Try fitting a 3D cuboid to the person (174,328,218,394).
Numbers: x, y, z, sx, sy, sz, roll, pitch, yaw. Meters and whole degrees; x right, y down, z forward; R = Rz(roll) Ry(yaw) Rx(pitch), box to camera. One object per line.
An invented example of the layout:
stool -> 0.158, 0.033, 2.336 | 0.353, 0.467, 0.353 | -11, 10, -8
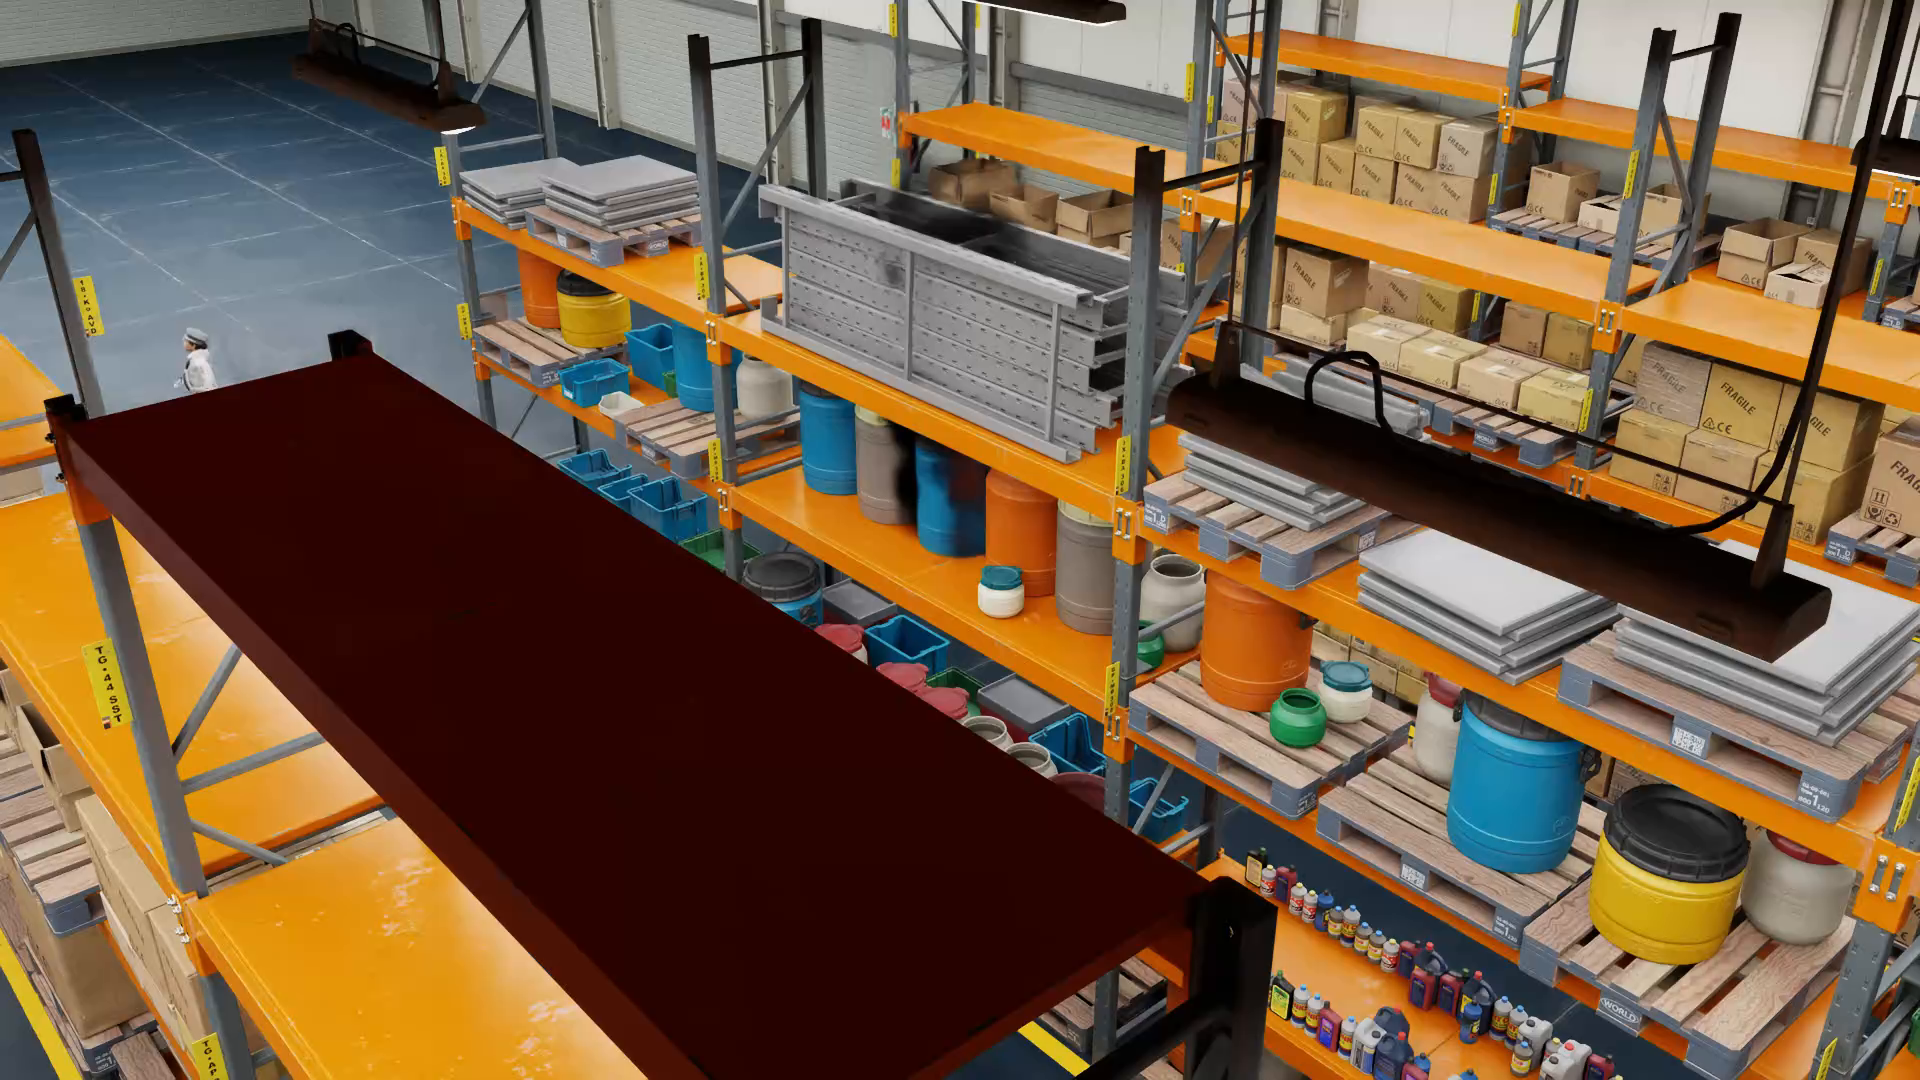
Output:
person -> -8.631, -1.604, 18.889 | 0.514, 1.667, 0.667 | -6, 28, -12
